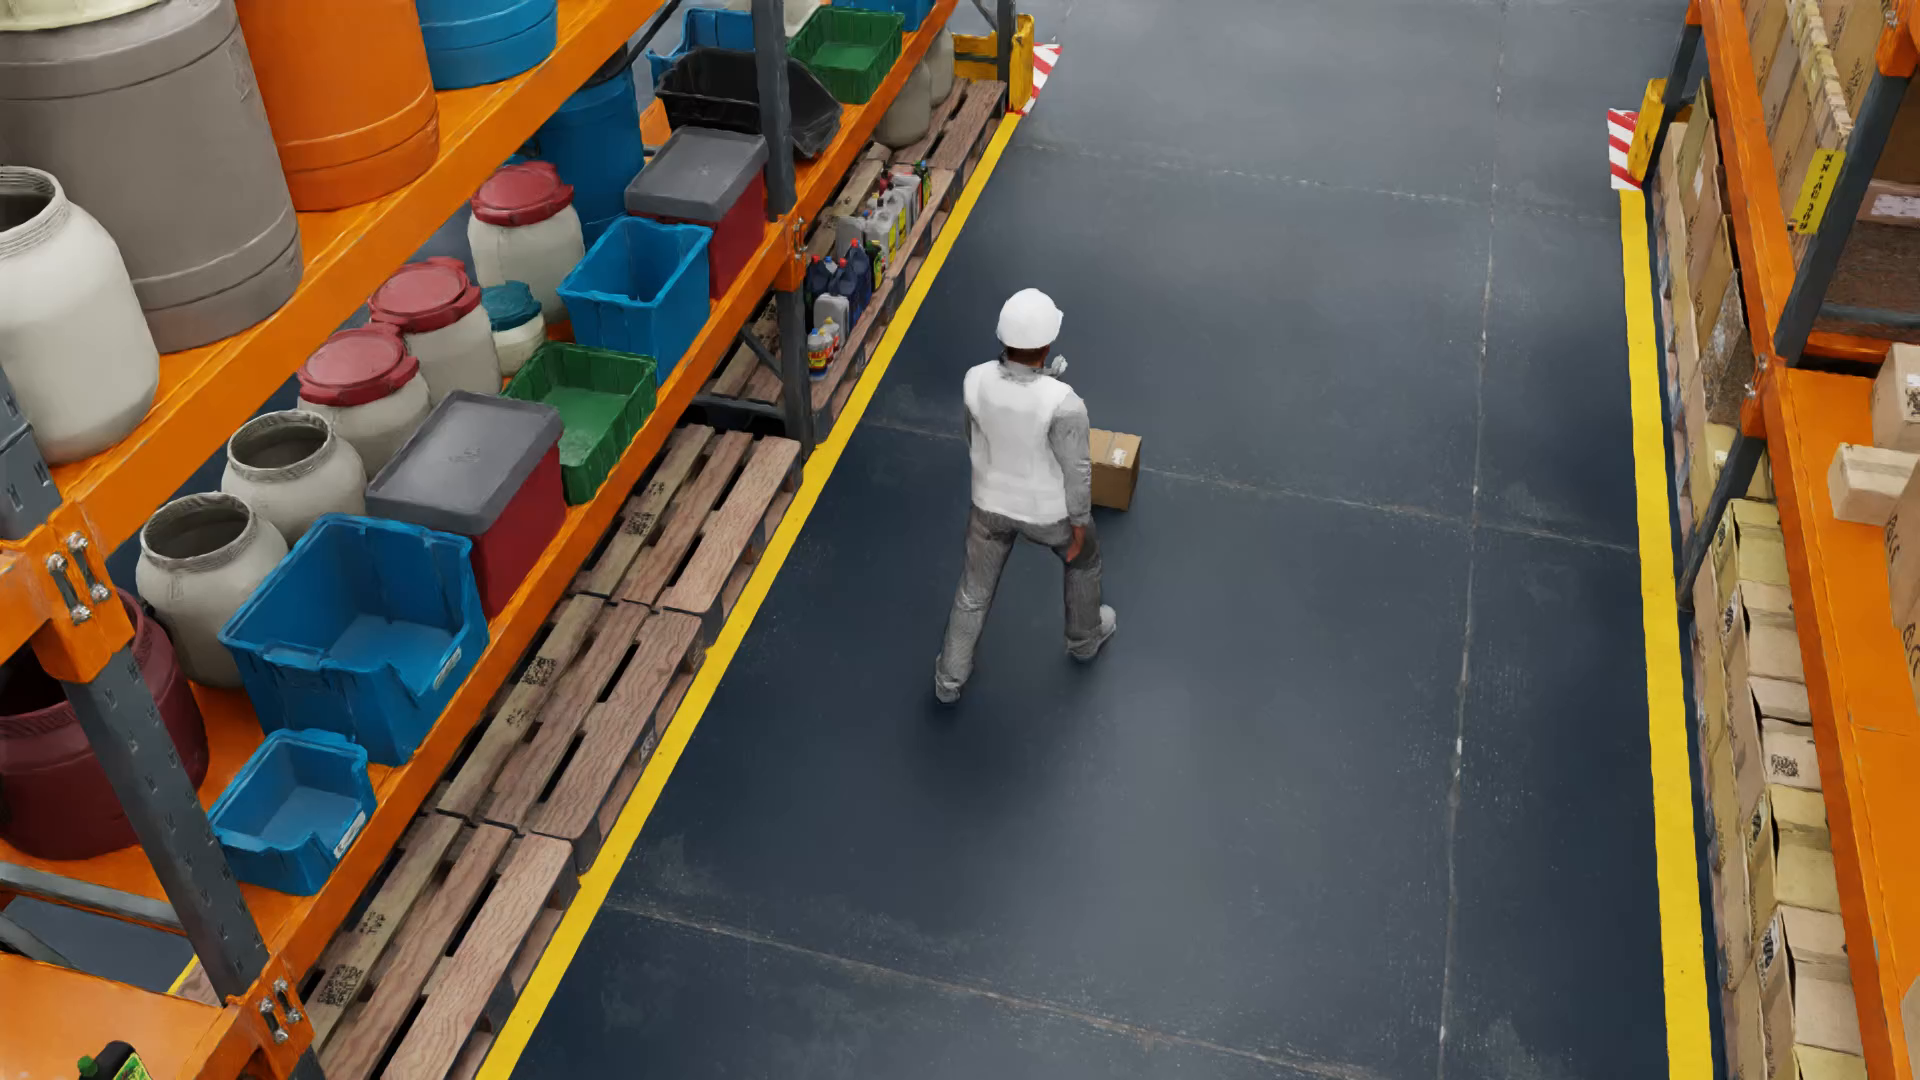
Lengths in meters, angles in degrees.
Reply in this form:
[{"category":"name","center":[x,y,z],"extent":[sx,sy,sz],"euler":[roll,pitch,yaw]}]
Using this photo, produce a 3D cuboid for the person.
[{"category":"person","center":[0.254,-0.155,6.345],"extent":[0.594,1.733,0.802],"euler":[18,44,19]}]
